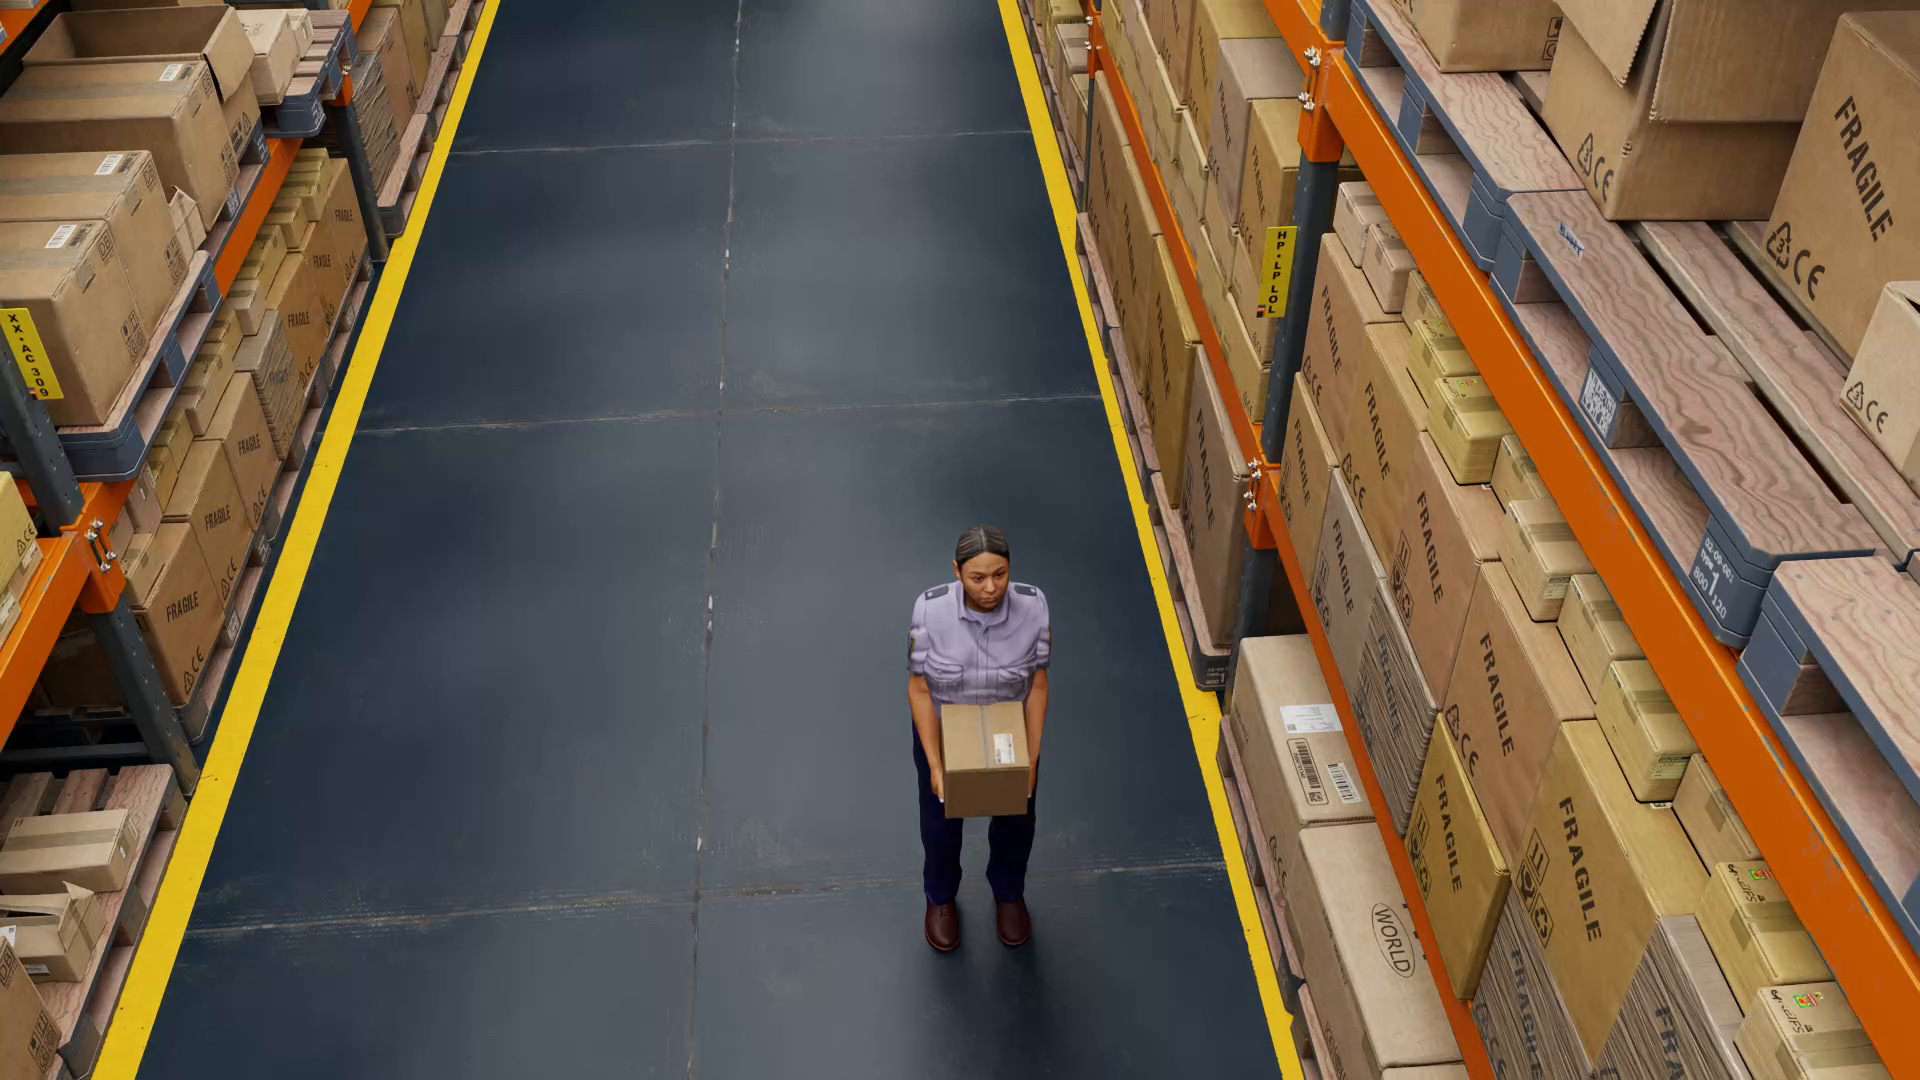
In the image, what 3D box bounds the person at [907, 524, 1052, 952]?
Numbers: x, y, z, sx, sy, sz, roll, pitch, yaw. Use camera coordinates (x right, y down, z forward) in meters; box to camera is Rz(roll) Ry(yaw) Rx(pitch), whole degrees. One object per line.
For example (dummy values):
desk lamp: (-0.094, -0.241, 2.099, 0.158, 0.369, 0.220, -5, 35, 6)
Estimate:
person: (0.065, 0.691, 5.333, 0.452, 1.640, 0.519, -3, 39, -3)
